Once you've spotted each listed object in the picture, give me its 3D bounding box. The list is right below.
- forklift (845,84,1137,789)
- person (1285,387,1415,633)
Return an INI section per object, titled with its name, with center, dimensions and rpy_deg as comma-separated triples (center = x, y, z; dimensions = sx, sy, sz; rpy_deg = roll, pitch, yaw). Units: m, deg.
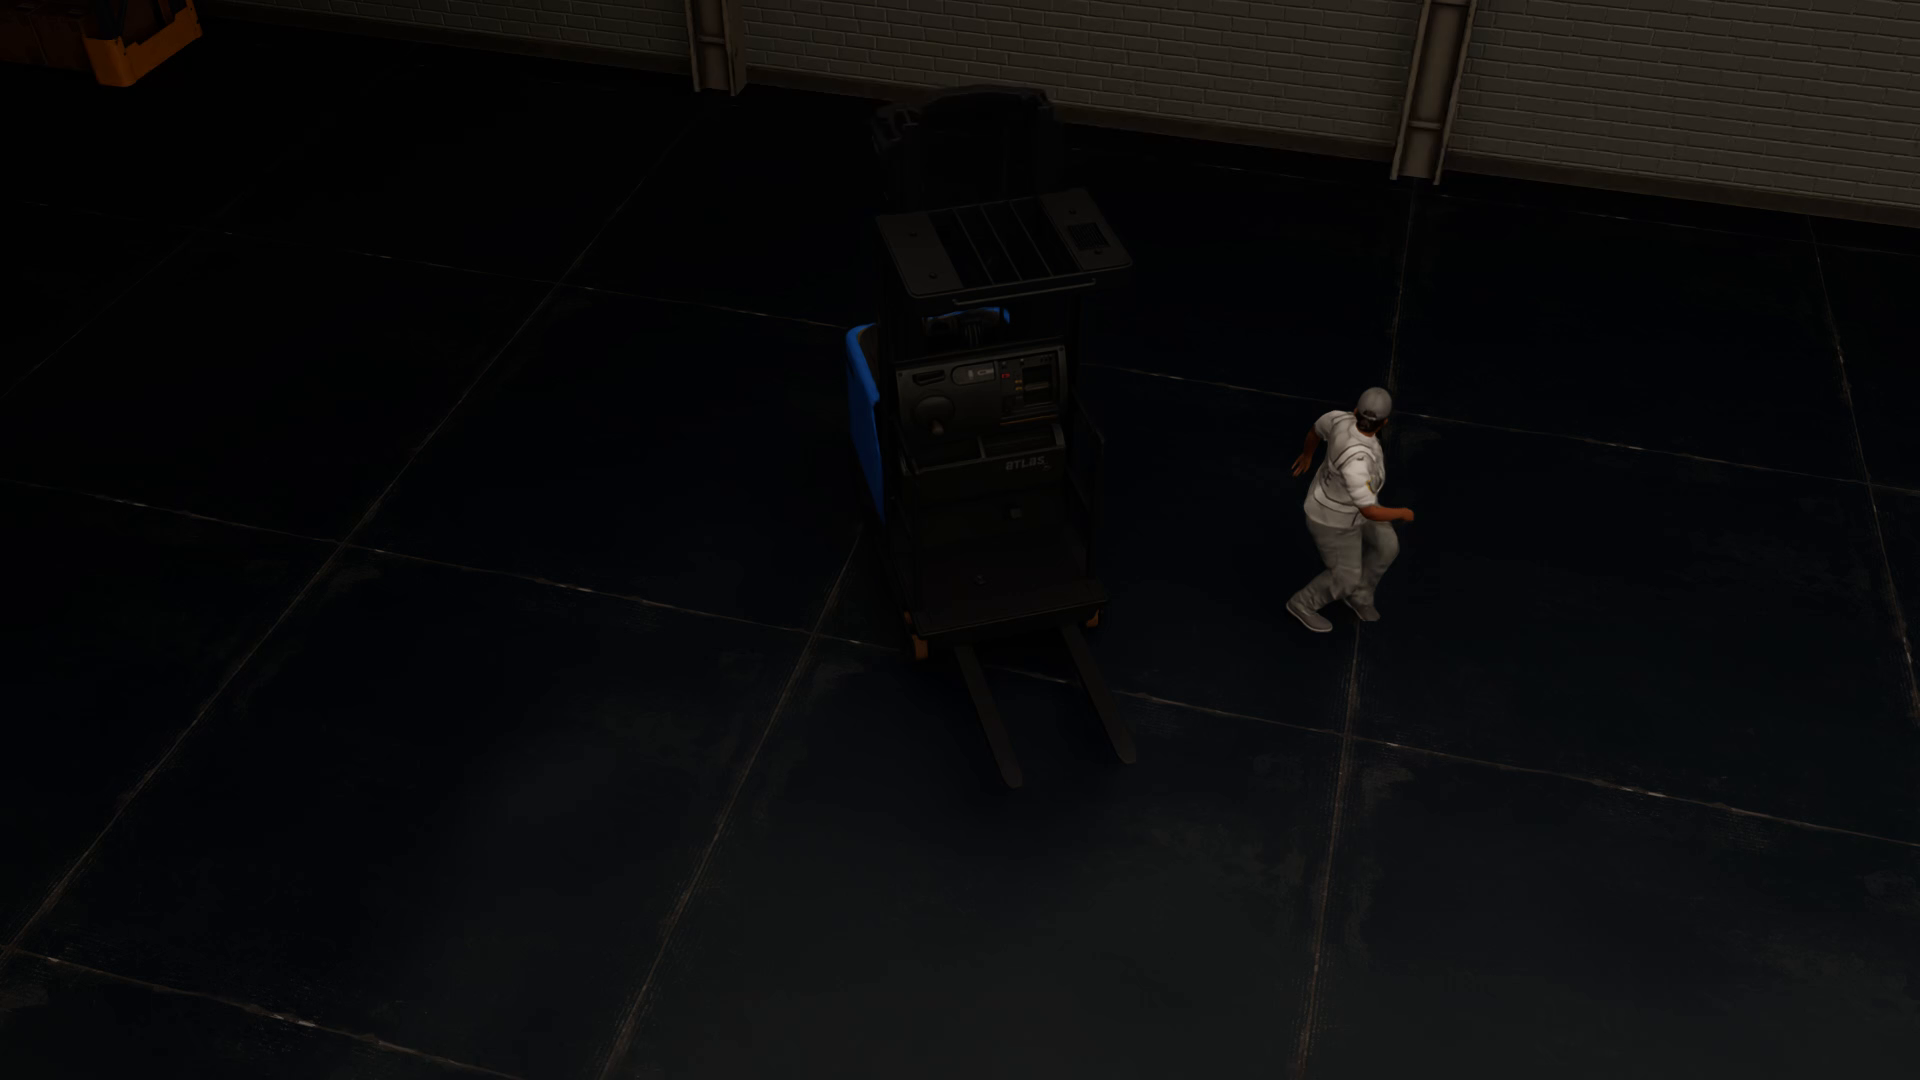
[forklift]
center = 0.178, -0.712, 8.674
dimensions = 1.130, 2.935, 3.031
rpy_deg = -10, 42, -11
[person]
center = 2.098, -0.140, 9.078
dimensions = 0.732, 1.662, 0.576
rpy_deg = 16, 44, 17
